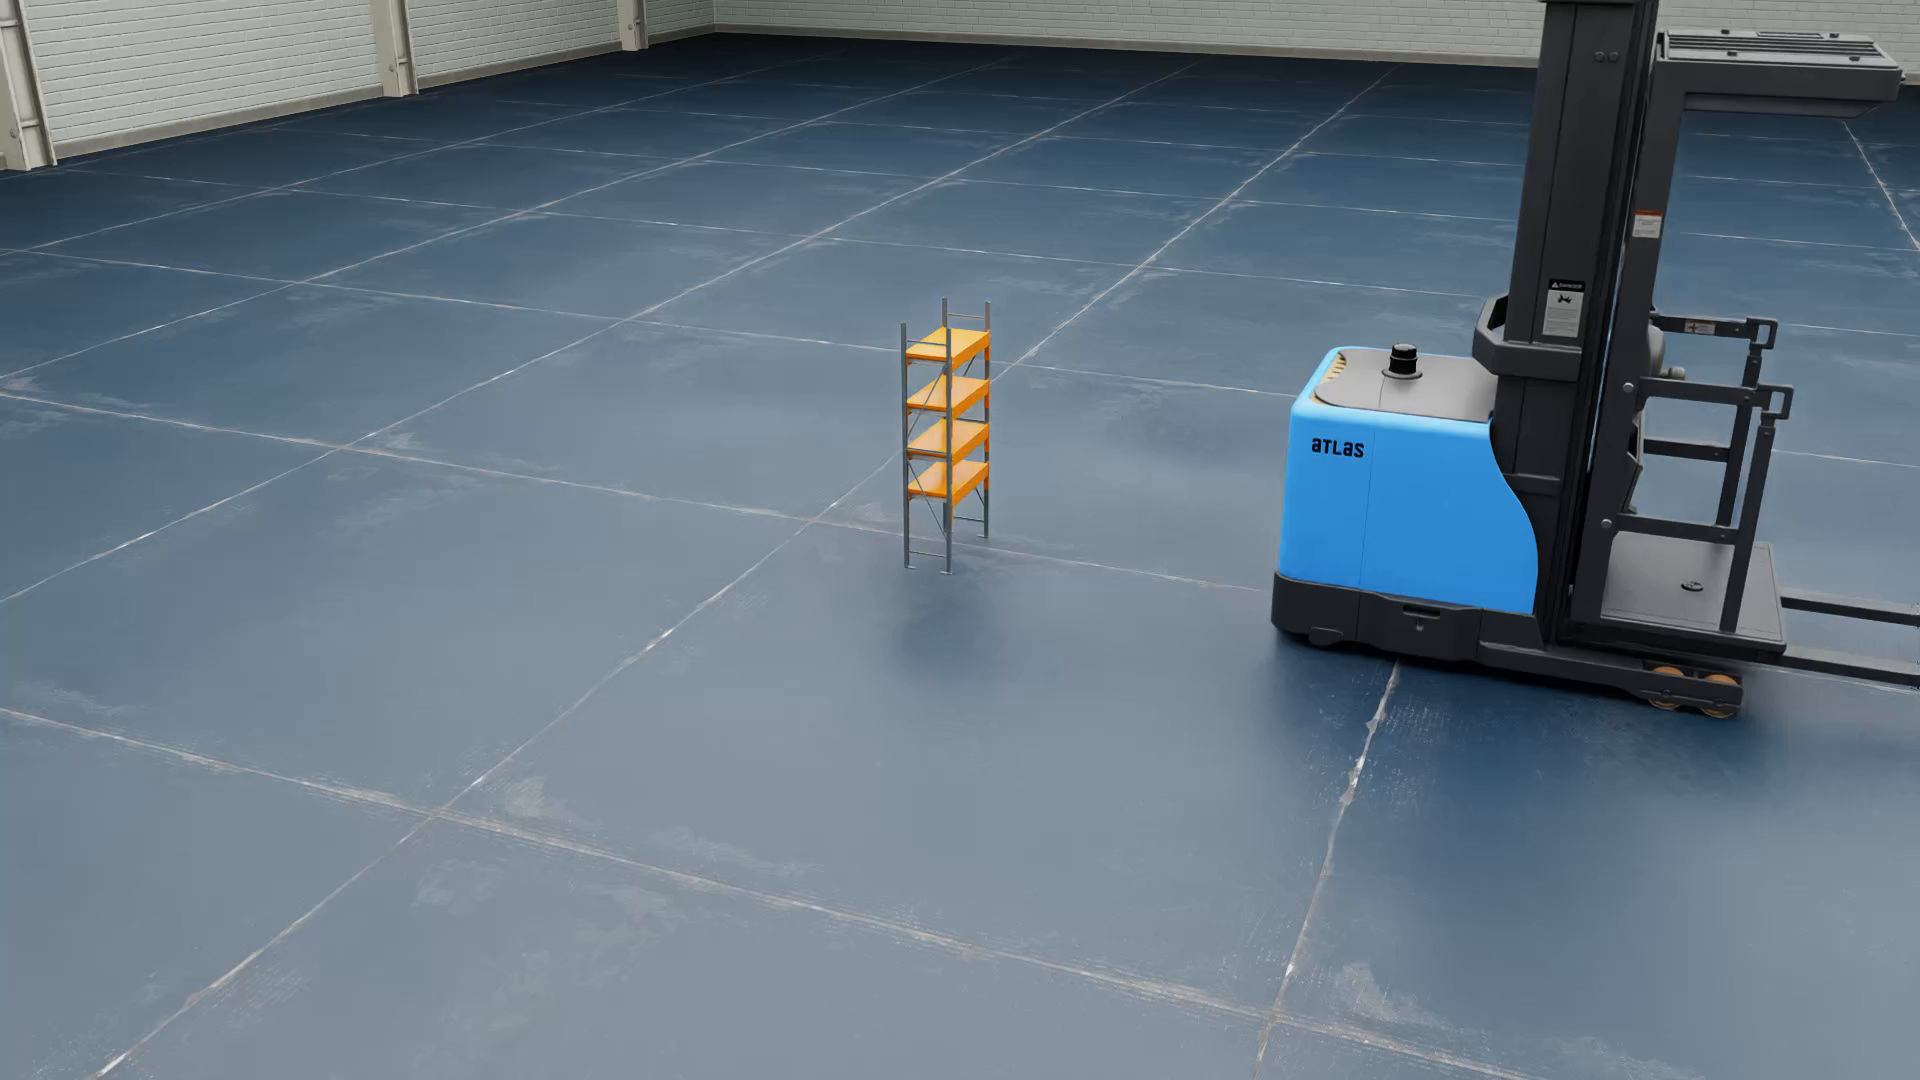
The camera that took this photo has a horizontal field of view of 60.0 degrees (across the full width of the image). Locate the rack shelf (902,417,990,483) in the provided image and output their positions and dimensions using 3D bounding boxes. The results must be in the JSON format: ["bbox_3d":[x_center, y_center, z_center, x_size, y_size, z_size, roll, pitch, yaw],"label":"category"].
[{"bbox_3d":[-0.061,-0.432,7.903,0.258,0.148,0.480,9,24,20],"label":"rack shelf"}]

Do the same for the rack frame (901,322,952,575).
[{"bbox_3d":[-0.152,-0.407,7.668,0.240,1.200,0.015,9,24,20],"label":"rack frame"}]

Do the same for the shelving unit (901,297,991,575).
[{"bbox_3d":[-0.061,-0.494,7.877,0.258,1.200,0.503,9,24,20],"label":"shelving unit"}]

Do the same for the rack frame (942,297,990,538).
[{"bbox_3d":[0.029,-0.582,8.086,0.240,1.200,0.015,9,24,20],"label":"rack frame"}]

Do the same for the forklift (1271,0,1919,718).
[{"bbox_3d":[2.919,-0.882,6.560,3.031,2.935,1.130,9,24,20],"label":"forklift"}]

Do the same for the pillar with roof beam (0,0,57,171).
[{"bbox_3d":[-5.962,-7.543,14.632,9.100,9.000,0.400,9,24,20],"label":"pillar with roof beam"}]

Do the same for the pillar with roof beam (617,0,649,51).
[{"bbox_3d":[-1.505,-11.837,24.913,9.100,9.000,0.400,9,24,20],"label":"pillar with roof beam"}]

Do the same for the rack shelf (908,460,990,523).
[{"bbox_3d":[-0.061,-0.249,7.979,0.258,0.148,0.480,9,24,20],"label":"rack shelf"}]

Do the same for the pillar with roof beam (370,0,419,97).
[{"bbox_3d":[-3.733,-9.690,19.773,9.100,9.000,0.400,9,24,20],"label":"pillar with roof beam"}]

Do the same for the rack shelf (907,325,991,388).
[{"bbox_3d":[-0.062,-0.857,7.725,0.258,0.148,0.480,9,24,20],"label":"rack shelf"}]

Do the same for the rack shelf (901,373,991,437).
[{"bbox_3d":[-0.062,-0.639,7.817,0.258,0.148,0.480,9,24,20],"label":"rack shelf"}]
